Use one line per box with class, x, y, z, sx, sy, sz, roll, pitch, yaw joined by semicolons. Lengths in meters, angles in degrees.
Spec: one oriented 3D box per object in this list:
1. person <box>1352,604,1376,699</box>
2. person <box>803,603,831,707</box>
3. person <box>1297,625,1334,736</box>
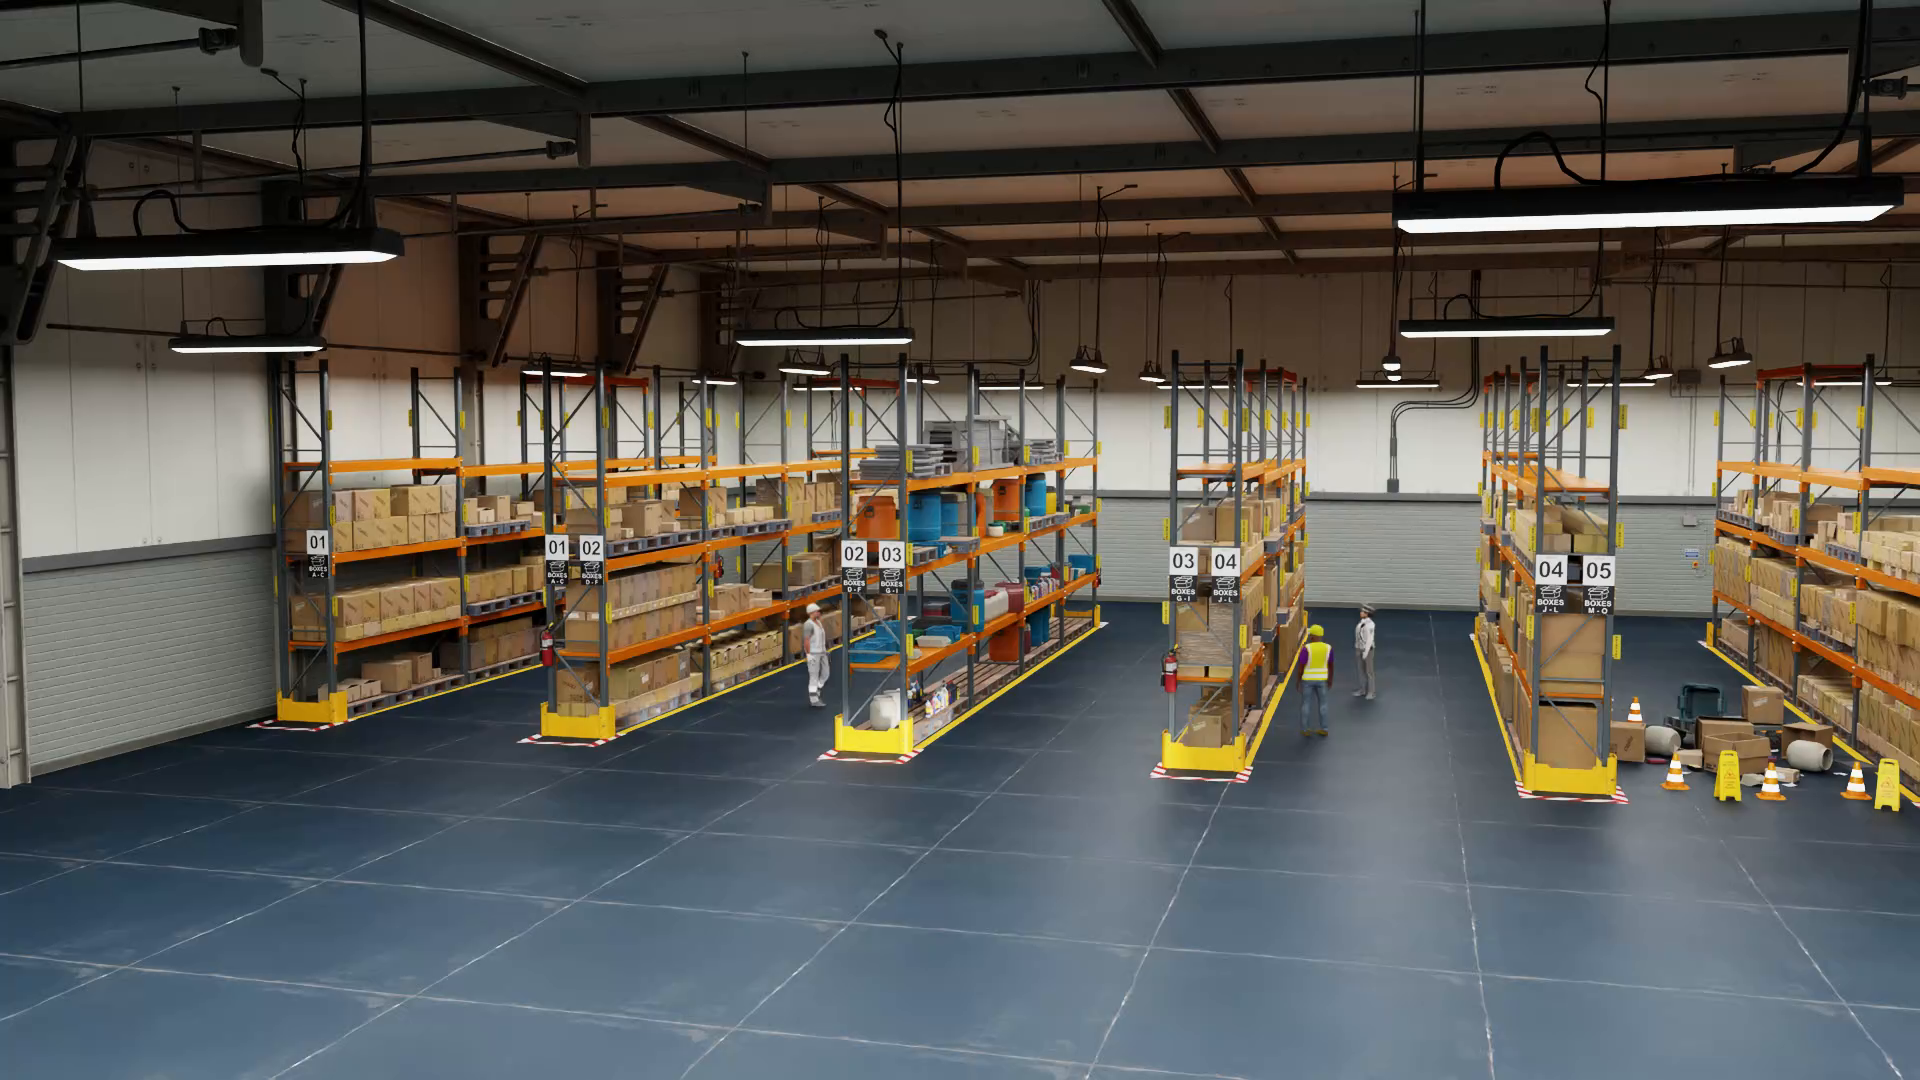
person;7.318;2.015;30.086;0.377;1.731;0.499;-2;5;-26
person;-2.511;2.004;29.153;0.517;1.794;0.627;2;5;27
person;5.643;2.223;26.405;0.577;1.772;0.469;1;4;14
